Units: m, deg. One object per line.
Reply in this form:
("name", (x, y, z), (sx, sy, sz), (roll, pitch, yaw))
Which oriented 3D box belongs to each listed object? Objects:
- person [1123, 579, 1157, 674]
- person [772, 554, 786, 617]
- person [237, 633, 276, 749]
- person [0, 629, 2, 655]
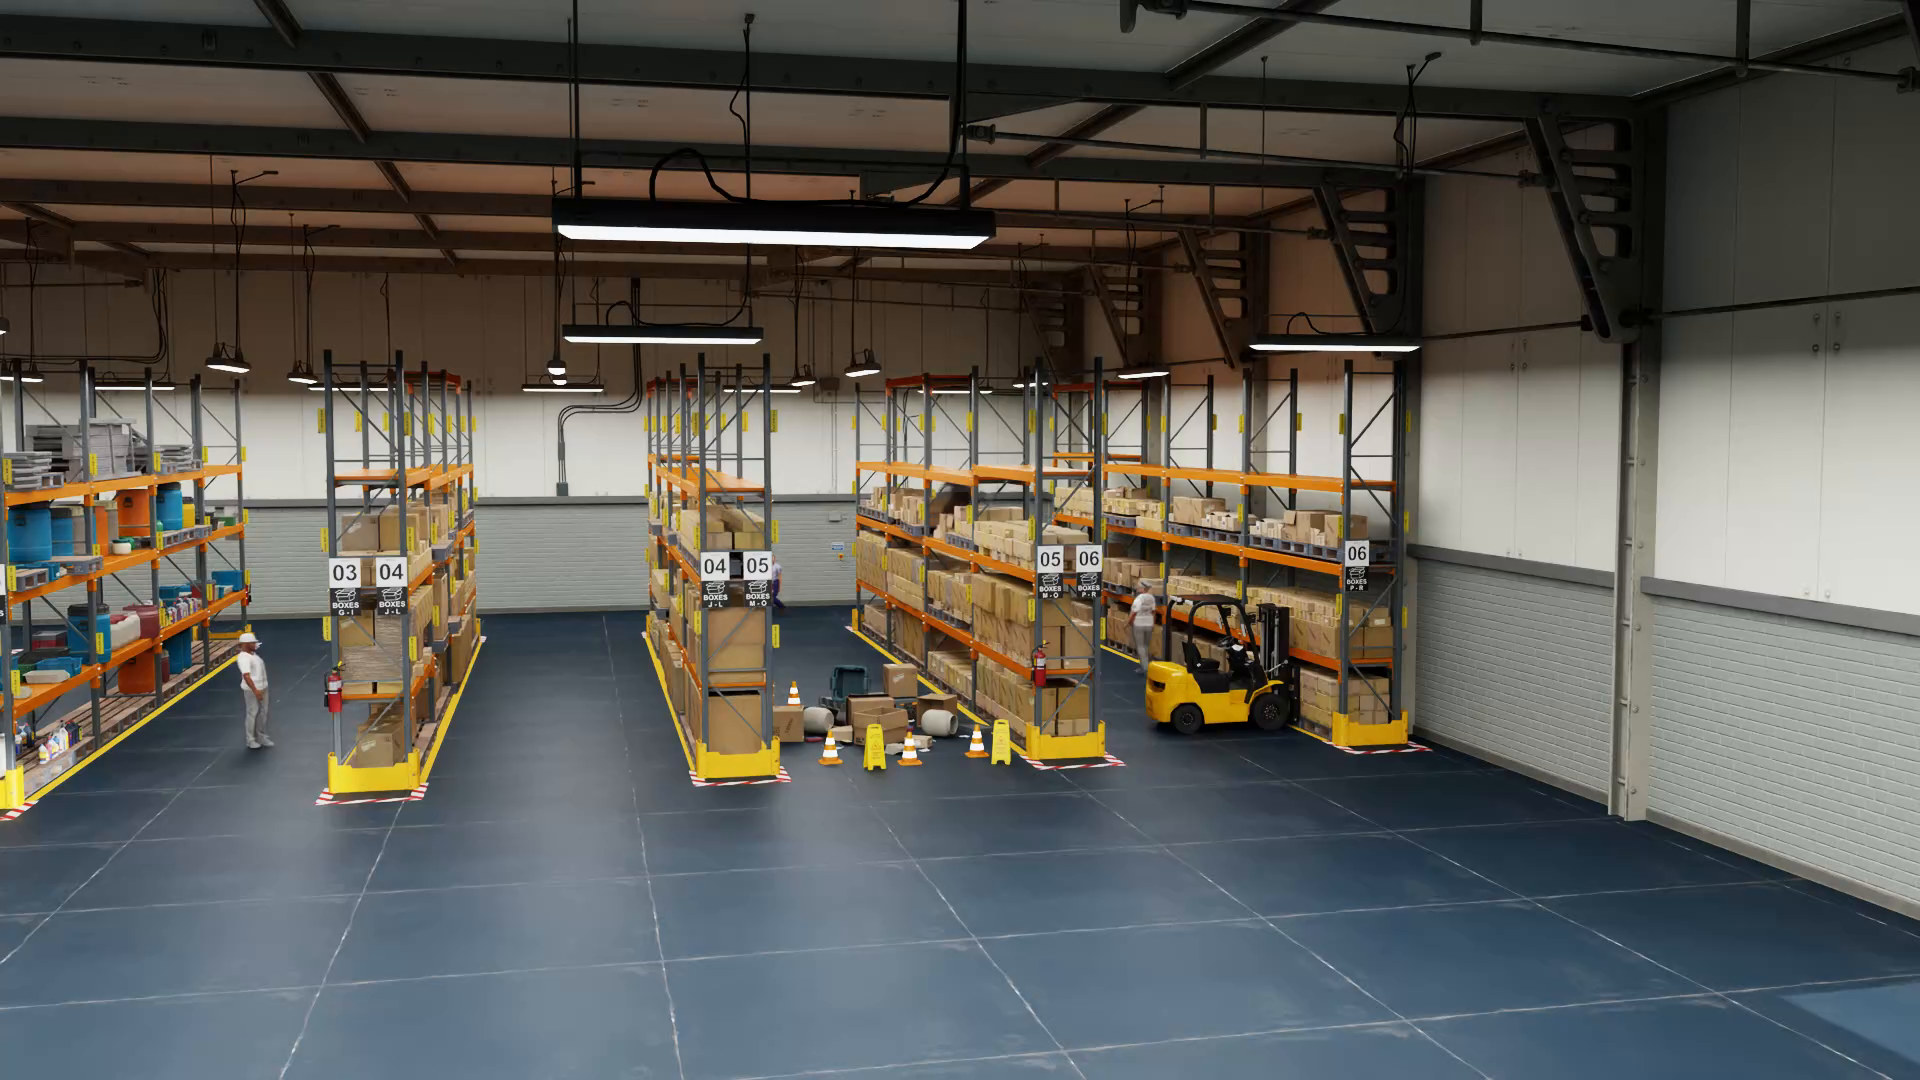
("person", (3.420, 1.664, 31.381), (0.605, 1.856, 0.670), (-2, 4, -24))
("person", (-4.844, 1.177, 43.070), (0.477, 1.628, 0.486), (4, 6, 44))
("person", (-10.916, 2.337, 25.797), (0.592, 1.797, 0.653), (1, 4, 15))
("person", (-17.153, 2.143, 29.585), (0.355, 1.624, 0.459), (-2, 4, -24))
